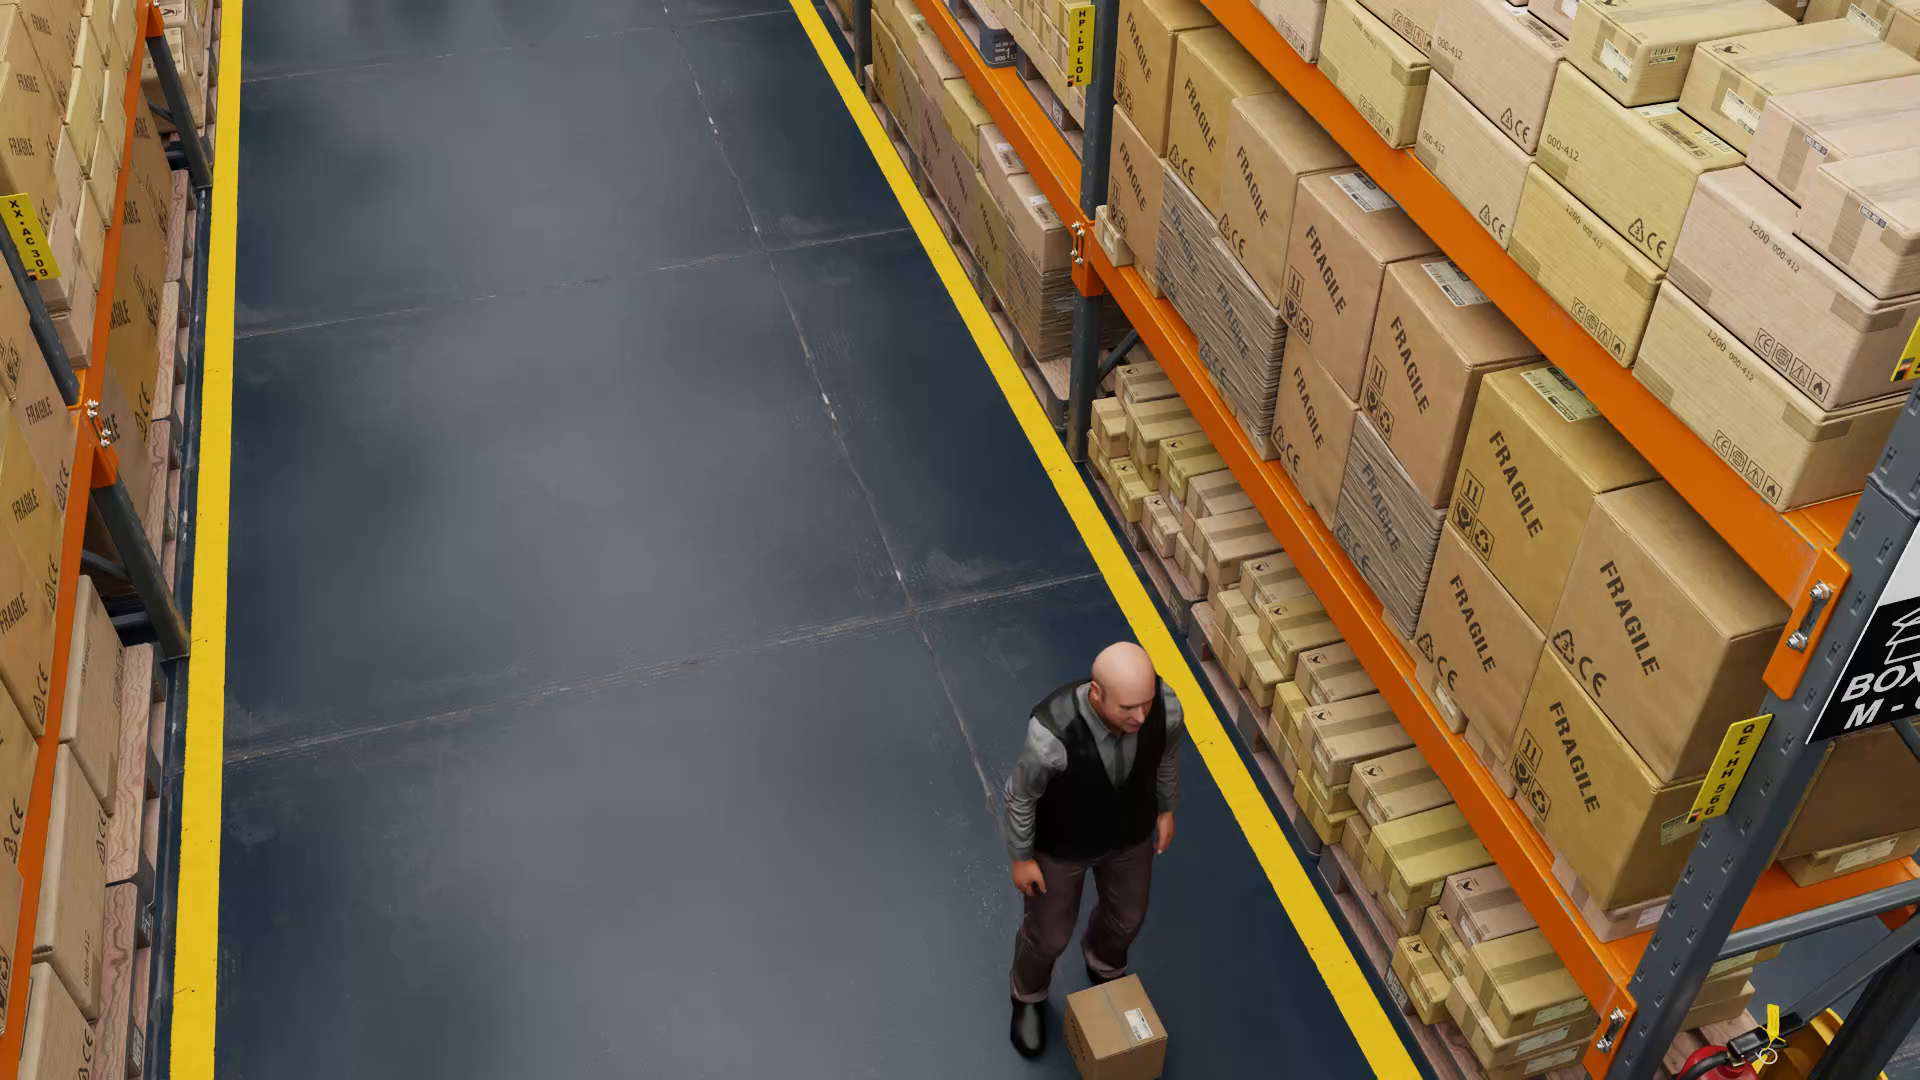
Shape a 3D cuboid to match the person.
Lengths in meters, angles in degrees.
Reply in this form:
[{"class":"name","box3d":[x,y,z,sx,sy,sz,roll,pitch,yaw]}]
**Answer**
[{"class":"person","box3d":[0.400,0.916,5.160,0.592,1.720,0.401,-15,44,-16]}]
